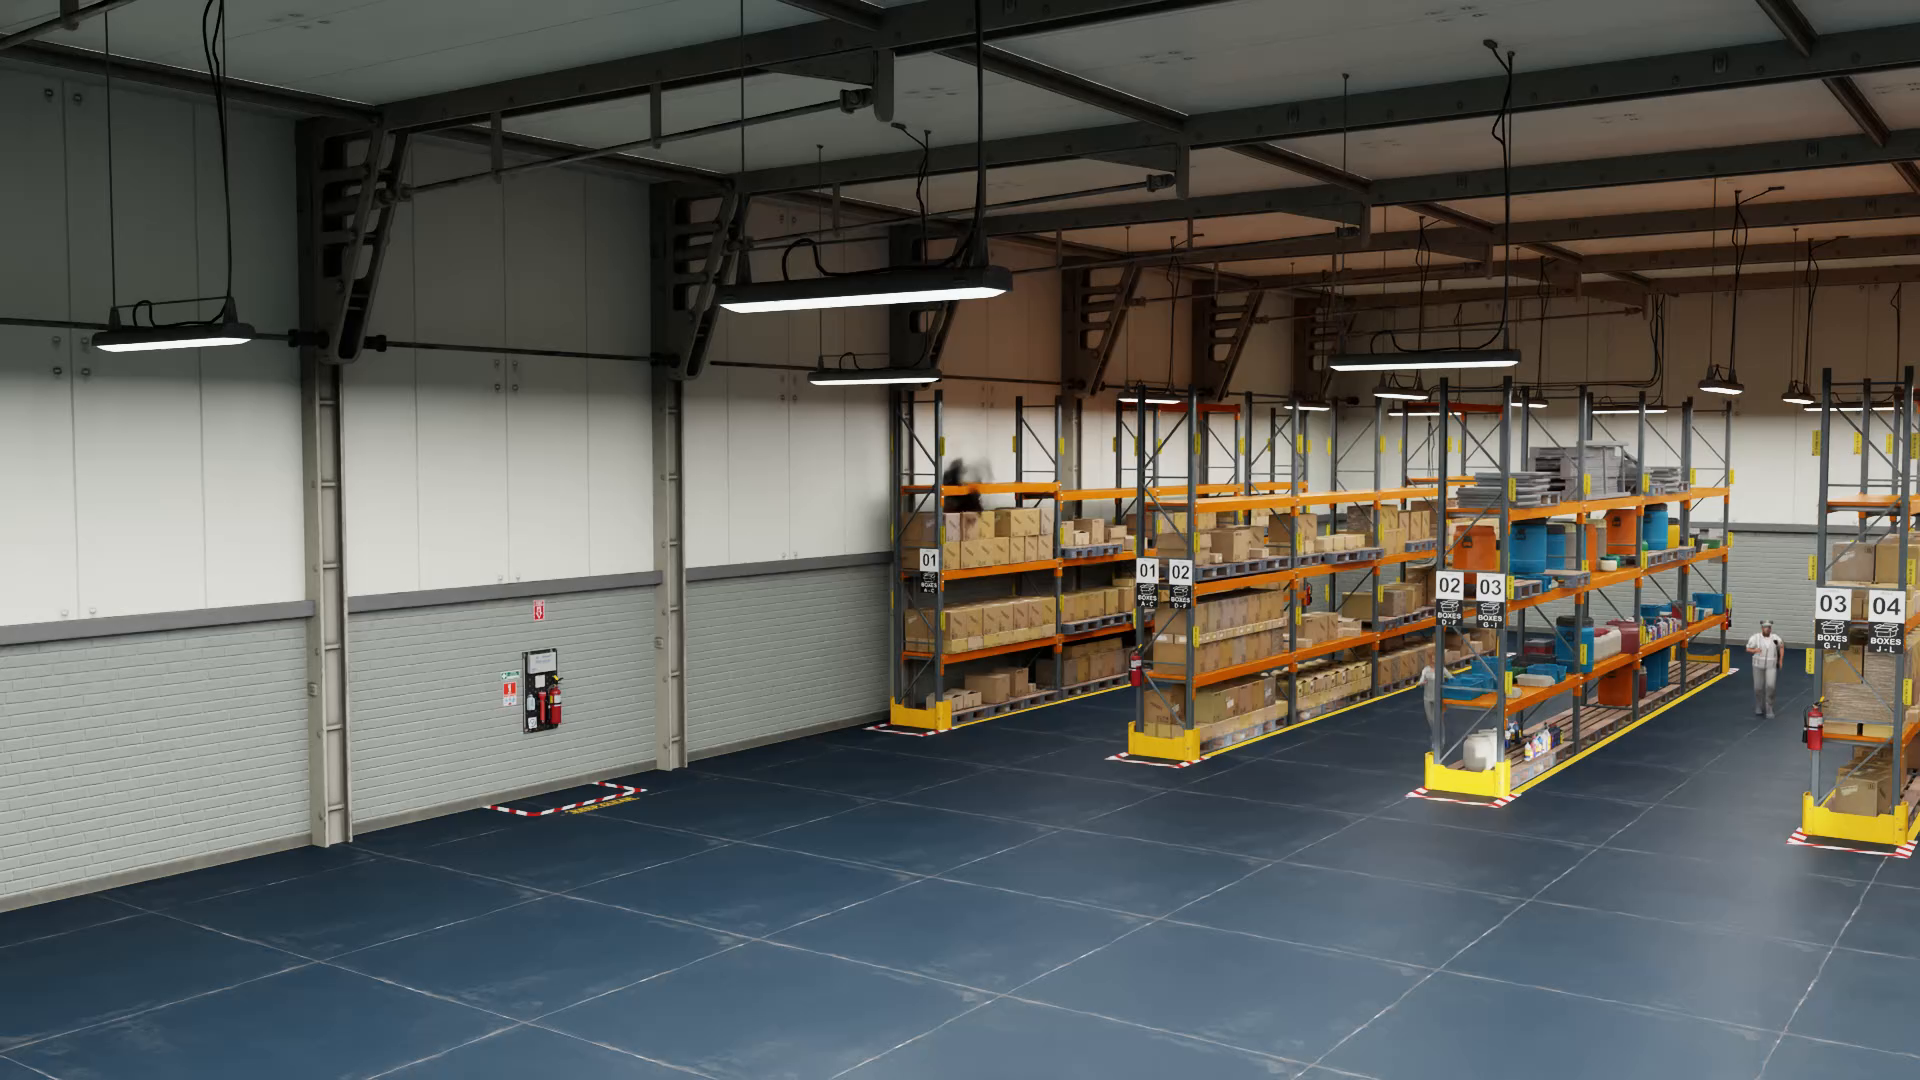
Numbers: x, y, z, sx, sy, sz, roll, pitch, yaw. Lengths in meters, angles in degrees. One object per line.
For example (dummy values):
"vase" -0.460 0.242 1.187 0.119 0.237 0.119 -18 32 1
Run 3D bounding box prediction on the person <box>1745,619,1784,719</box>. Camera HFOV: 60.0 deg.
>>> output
"person" 14.905 2.362 30.803 0.656 1.796 0.805 1 4 24

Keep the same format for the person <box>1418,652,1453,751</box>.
"person" 7.798 2.663 27.332 0.516 1.639 0.676 2 4 35
